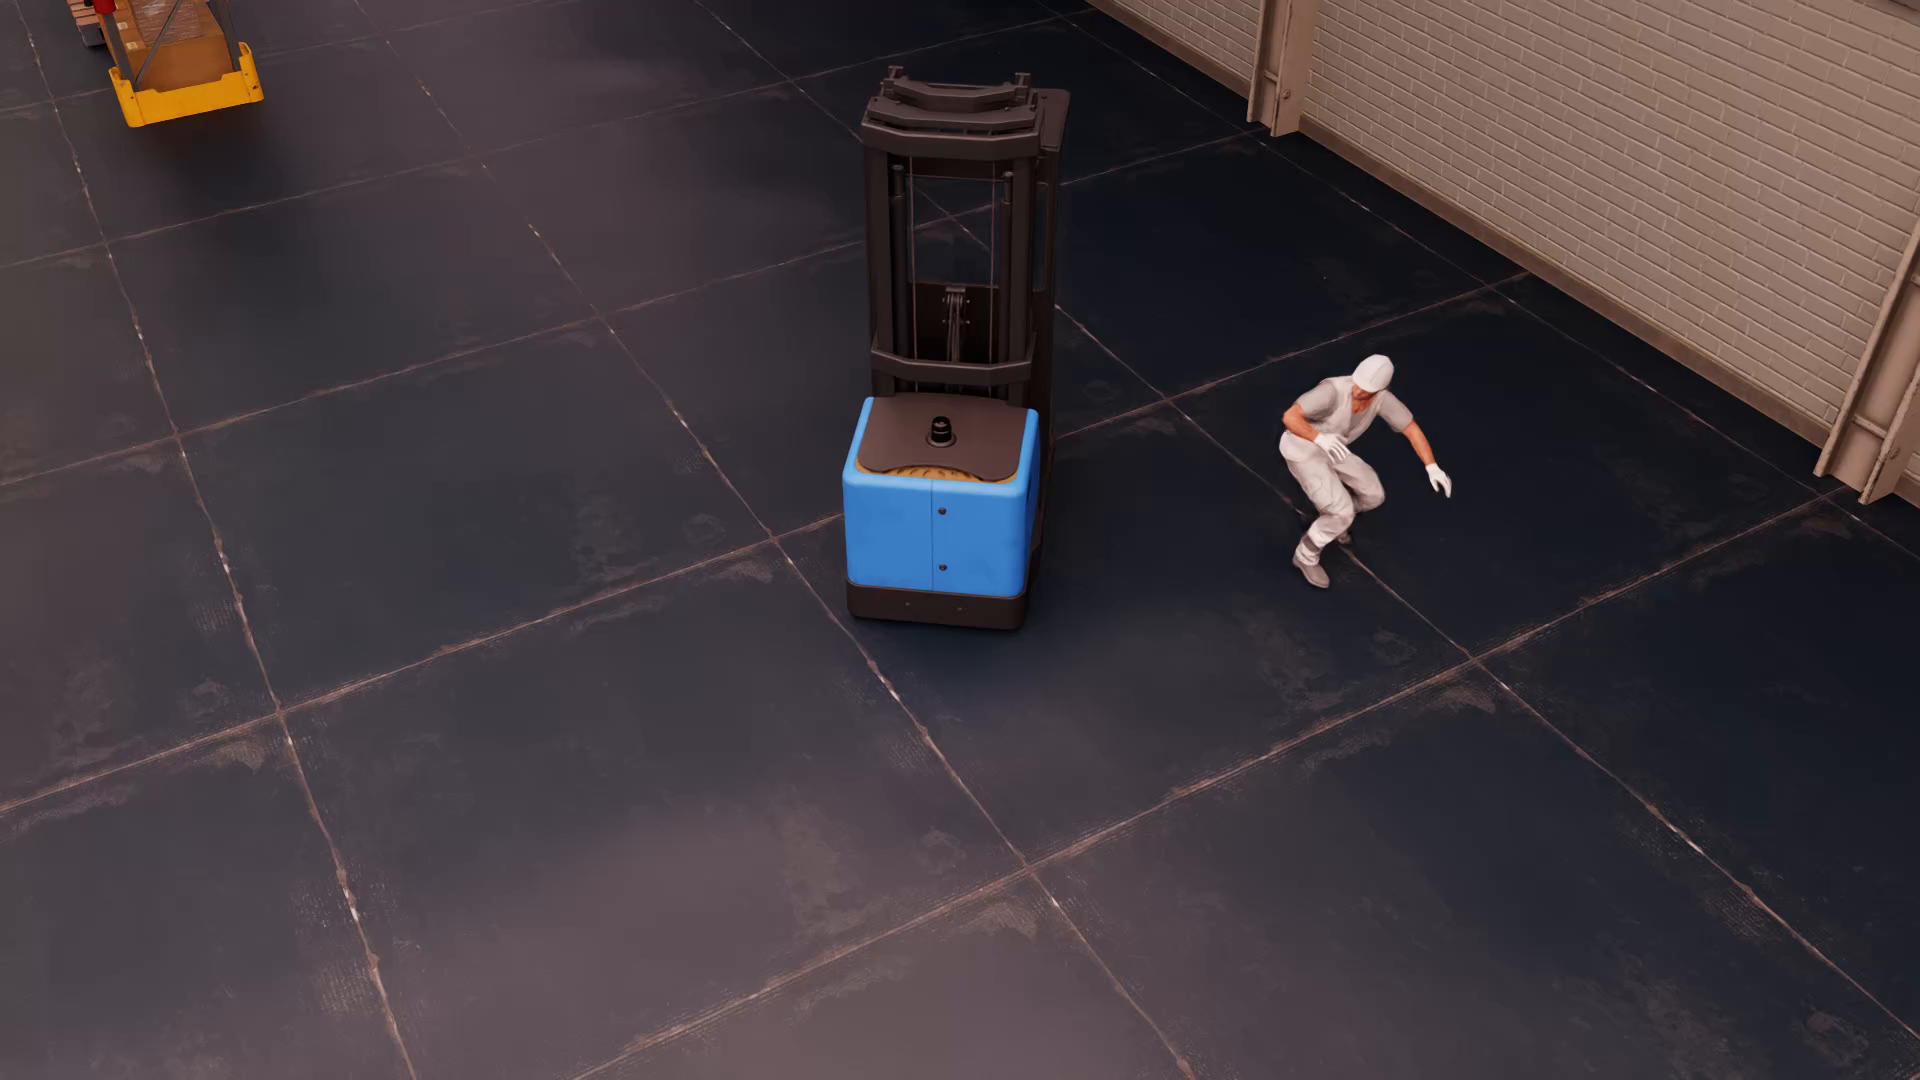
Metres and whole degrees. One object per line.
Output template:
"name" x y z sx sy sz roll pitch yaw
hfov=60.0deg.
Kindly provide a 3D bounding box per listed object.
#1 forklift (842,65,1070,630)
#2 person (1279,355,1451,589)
"forklift" 0.039 -1.548 9.902 1.130 2.935 3.031 5 40 6
"person" 2.281 -0.402 9.662 0.804 1.497 0.938 -25 46 -27
